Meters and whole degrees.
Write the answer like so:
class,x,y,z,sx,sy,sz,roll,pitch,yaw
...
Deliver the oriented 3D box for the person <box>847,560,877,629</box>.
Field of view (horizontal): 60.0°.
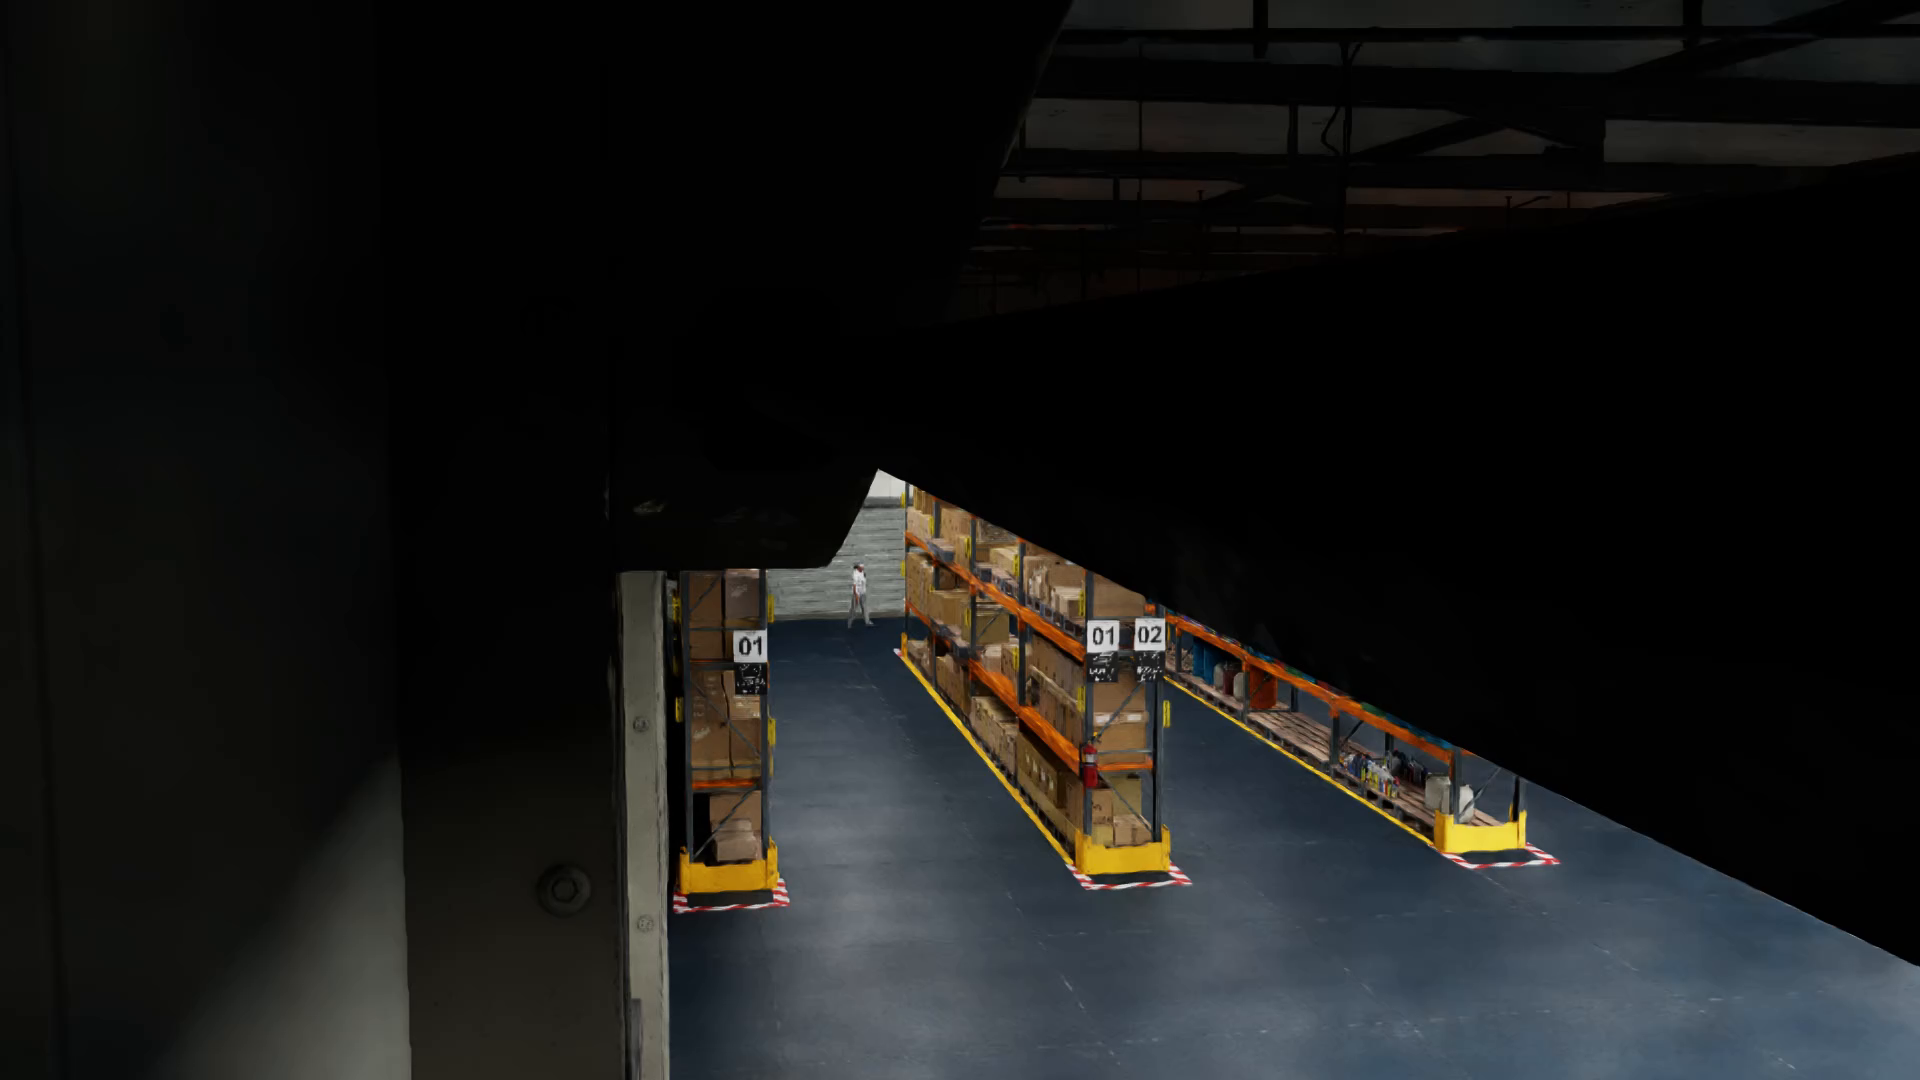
class,x,y,z,sx,sy,sz,roll,pitch,yaw
person,-2.422,1.308,40.342,0.560,1.671,0.700,3,7,30
